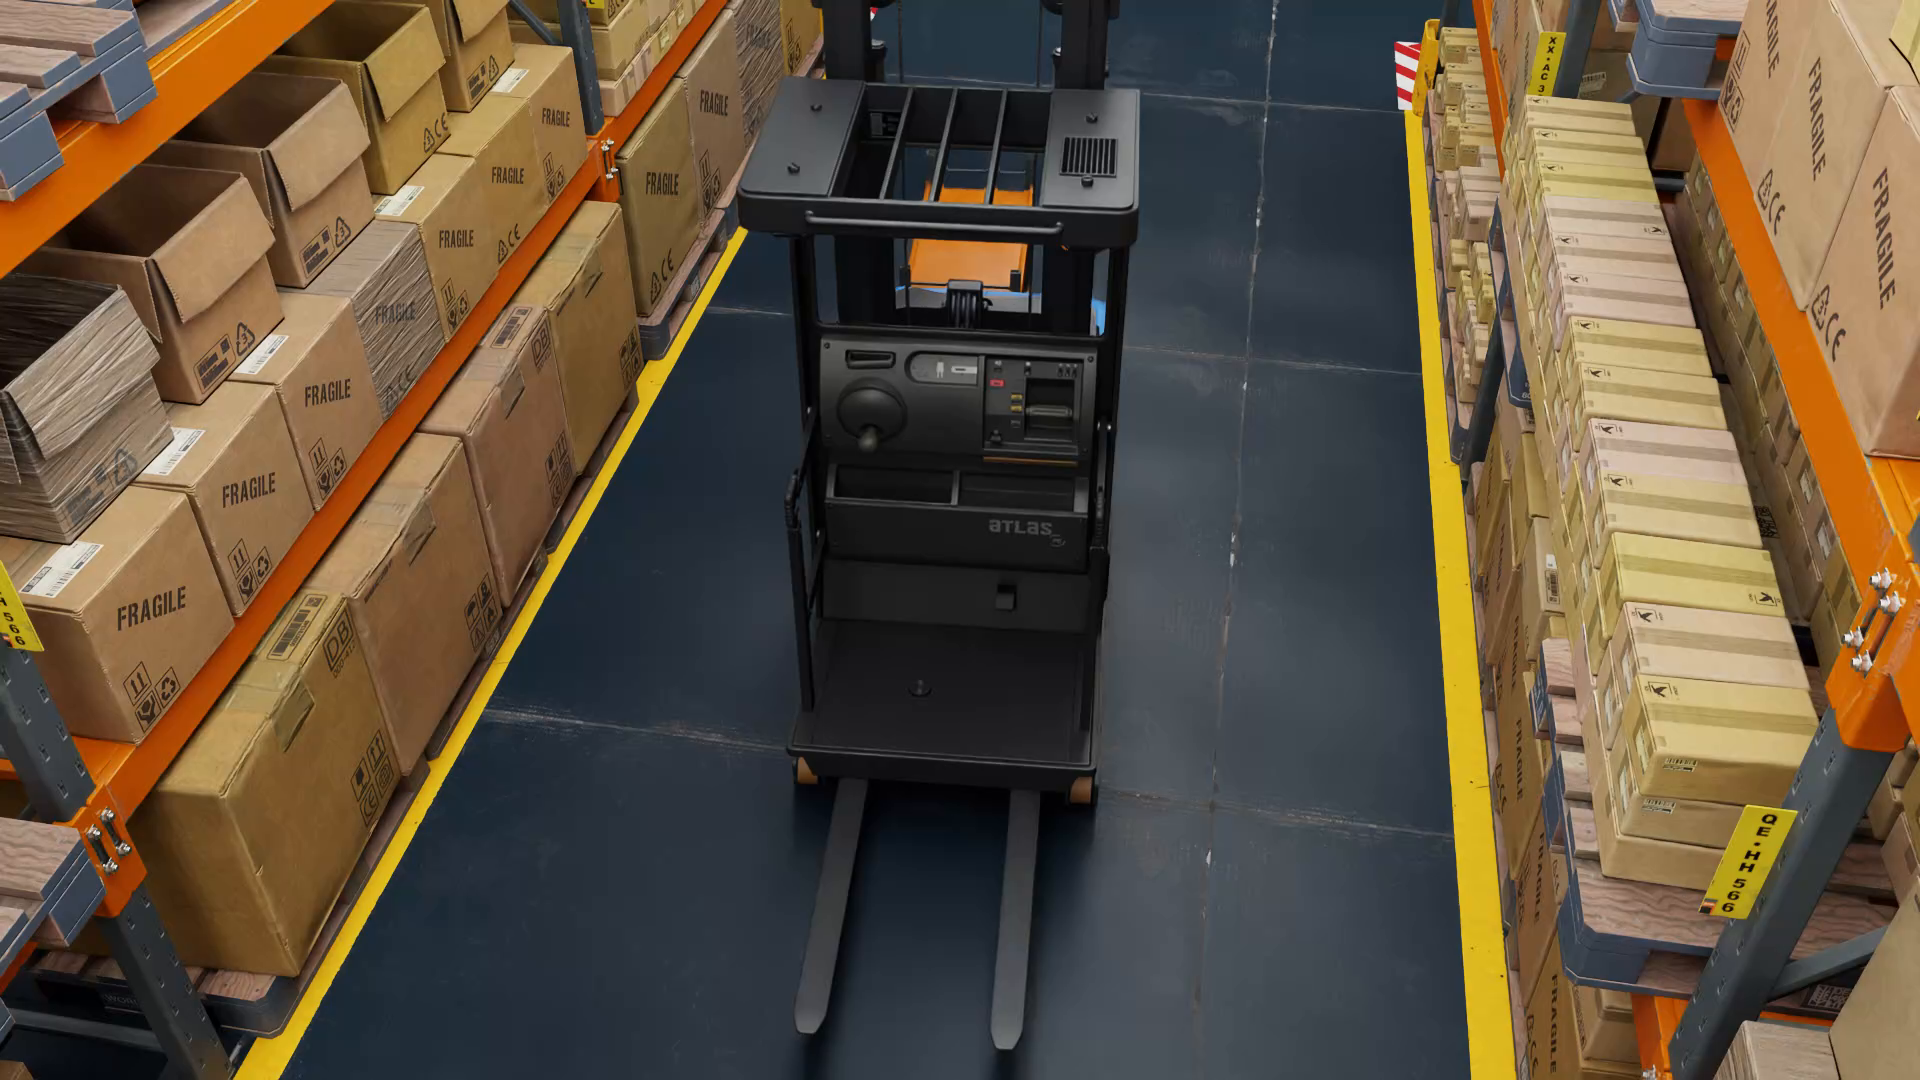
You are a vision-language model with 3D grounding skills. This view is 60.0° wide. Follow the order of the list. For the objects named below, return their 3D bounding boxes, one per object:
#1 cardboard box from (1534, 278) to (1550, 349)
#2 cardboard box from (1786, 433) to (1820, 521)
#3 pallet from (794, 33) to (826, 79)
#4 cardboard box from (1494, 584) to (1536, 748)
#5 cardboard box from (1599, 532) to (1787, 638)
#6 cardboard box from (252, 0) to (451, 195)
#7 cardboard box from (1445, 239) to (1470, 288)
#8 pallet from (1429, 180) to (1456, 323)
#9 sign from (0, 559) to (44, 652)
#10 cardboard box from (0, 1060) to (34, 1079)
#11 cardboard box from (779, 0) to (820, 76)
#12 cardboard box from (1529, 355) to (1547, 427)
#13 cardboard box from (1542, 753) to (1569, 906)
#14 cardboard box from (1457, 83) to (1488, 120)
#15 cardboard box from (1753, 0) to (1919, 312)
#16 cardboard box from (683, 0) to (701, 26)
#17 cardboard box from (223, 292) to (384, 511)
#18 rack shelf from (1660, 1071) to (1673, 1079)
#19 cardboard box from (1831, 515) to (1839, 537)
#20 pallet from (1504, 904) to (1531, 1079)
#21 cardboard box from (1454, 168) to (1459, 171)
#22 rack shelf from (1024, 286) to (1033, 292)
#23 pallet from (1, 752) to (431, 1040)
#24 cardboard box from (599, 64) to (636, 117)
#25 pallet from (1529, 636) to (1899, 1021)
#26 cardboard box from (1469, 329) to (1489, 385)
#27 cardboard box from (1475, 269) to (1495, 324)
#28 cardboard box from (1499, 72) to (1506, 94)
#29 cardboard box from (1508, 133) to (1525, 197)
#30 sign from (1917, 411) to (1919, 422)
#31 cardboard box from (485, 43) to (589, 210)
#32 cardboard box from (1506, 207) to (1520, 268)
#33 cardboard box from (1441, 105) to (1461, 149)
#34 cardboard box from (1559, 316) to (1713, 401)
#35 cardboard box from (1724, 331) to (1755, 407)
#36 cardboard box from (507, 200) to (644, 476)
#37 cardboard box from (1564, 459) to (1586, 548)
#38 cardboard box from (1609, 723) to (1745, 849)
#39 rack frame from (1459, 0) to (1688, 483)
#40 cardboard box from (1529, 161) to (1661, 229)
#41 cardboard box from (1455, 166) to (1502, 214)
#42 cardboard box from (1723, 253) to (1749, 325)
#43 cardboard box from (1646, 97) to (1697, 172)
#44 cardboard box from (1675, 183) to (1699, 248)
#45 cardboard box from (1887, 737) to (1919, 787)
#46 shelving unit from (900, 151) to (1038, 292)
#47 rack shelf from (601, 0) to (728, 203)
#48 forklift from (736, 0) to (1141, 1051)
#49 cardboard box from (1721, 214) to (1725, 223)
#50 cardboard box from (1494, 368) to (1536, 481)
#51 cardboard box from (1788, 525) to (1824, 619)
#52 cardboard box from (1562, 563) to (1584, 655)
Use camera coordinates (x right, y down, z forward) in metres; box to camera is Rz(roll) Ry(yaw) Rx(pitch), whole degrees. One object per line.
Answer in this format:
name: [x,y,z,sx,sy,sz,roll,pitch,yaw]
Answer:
cardboard box: [2.084,-0.728,5.410,0.380,0.149,0.250,8,40,9]
cardboard box: [2.592,-0.161,4.725,0.380,0.149,0.250,6,40,7]
pallet: [-1.455,-2.938,10.638,1.003,0.211,1.213,6,40,8]
cardboard box: [2.225,0.496,5.928,0.500,0.500,0.500,7,40,8]
cardboard box: [1.814,0.134,4.135,0.380,0.149,0.250,8,40,9]
cardboard box: [-2.319,-1.606,5.973,0.797,0.503,0.637,7,40,8]
cardboard box: [2.693,-1.399,8.495,0.380,0.149,0.250,6,40,8]
pallet: [3.072,-1.521,8.924,1.003,0.211,1.213,6,40,8]
sign: [-2.242,0.136,3.885,0.100,0.325,0.005,6,40,8]
cardboard box: [-2.875,1.714,4.439,0.700,0.500,0.500,4,40,5]
cardboard box: [-1.426,-3.455,10.413,0.875,0.875,0.875,6,40,8]
cardboard box: [2.040,-0.451,5.308,0.380,0.149,0.250,6,40,7]
cardboard box: [2.026,0.844,4.918,0.500,0.250,0.500,7,40,8]
cardboard box: [2.988,-2.418,9.262,0.380,0.149,0.250,5,40,5]
cardboard box: [2.012,-0.788,3.417,0.500,0.500,0.500,6,40,8]
cardboard box: [-1.529,-2.721,8.384,0.380,0.149,0.250,6,40,7]
cardboard box: [-2.254,-0.462,5.376,0.500,0.500,0.500,6,40,7]
rack shelf: [1.743,2.641,2.267,1.077,0.370,4.000,6,40,8]
cardboard box: [2.542,-0.113,4.434,0.380,0.149,0.250,8,40,10]
pallet: [2.226,1.693,5.037,1.003,0.211,1.213,6,40,8]
cardboard box: [2.964,-2.033,9.263,0.380,0.149,0.250,6,40,8]
rack shelf: [0.049,-0.820,7.742,0.538,0.278,1.000,3,40,4]
pallet: [-2.568,1.086,5.771,1.003,0.211,1.213,6,40,8]
cardboard box: [-1.707,-2.065,7.590,0.380,0.149,0.250,6,40,8]
pallet: [2.108,0.723,4.172,1.213,0.211,1.003,6,40,8]
cardboard box: [2.523,-0.813,7.553,0.380,0.149,0.250,7,40,9]
cardboard box: [2.592,-1.111,7.681,0.380,0.149,0.250,7,40,8]
cardboard box: [2.729,-2.178,7.727,0.380,0.149,0.250,5,40,6]
cardboard box: [2.260,-1.385,6.206,0.380,0.149,0.250,7,40,8]
sign: [1.555,-0.308,2.509,0.100,0.325,0.005,6,40,8]
cardboard box: [-1.898,-1.727,6.907,0.500,0.500,0.500,7,40,8]
cardboard box: [2.218,-1.096,6.089,0.380,0.149,0.250,7,40,8]
cardboard box: [2.921,-2.312,9.366,0.380,0.149,0.250,8,40,9]
cardboard box: [1.994,-0.519,4.924,0.380,0.149,0.250,8,40,9]
cardboard box: [2.732,-0.544,5.422,0.380,0.149,0.250,5,40,6]
cardboard box: [-2.177,-0.952,7.385,1.225,0.875,0.875,7,40,8]
cardboard box: [1.903,-0.078,4.624,0.380,0.149,0.250,6,40,7]
cardboard box: [1.726,0.568,3.843,0.380,0.149,0.250,7,40,9]
rack frame: [2.781,-1.402,6.592,1.000,3.000,0.127,6,40,8]
cardboard box: [2.171,-1.164,5.704,0.380,0.149,0.250,7,40,8]
cardboard box: [2.740,-1.773,8.482,0.380,0.149,0.250,5,40,6]
cardboard box: [2.774,-0.817,5.519,0.380,0.149,0.250,5,40,6]
cardboard box: [3.115,-1.838,6.808,0.500,0.500,0.500,6,40,7]
cardboard box: [2.908,-1.196,6.210,0.380,0.149,0.250,6,40,7]
cardboard box: [2.416,0.477,3.953,0.380,0.149,0.250,8,40,10]
shelving unit: [0.049,-1.008,7.586,0.538,1.125,1.048,3,40,4]
rack shelf: [-1.740,-2.990,9.077,1.077,0.370,4.000,6,40,8]
forklift: [-0.026,-0.394,5.427,1.130,2.935,3.031,3,40,4]
cardboard box: [2.812,-1.092,5.618,0.380,0.149,0.250,5,40,6]
cardboard box: [2.393,-0.455,6.490,0.500,0.250,0.500,5,40,6]
cardboard box: [2.547,0.110,4.630,0.380,0.149,0.250,8,40,9]
cardboard box: [1.858,0.210,4.510,0.380,0.149,0.250,6,40,7]
